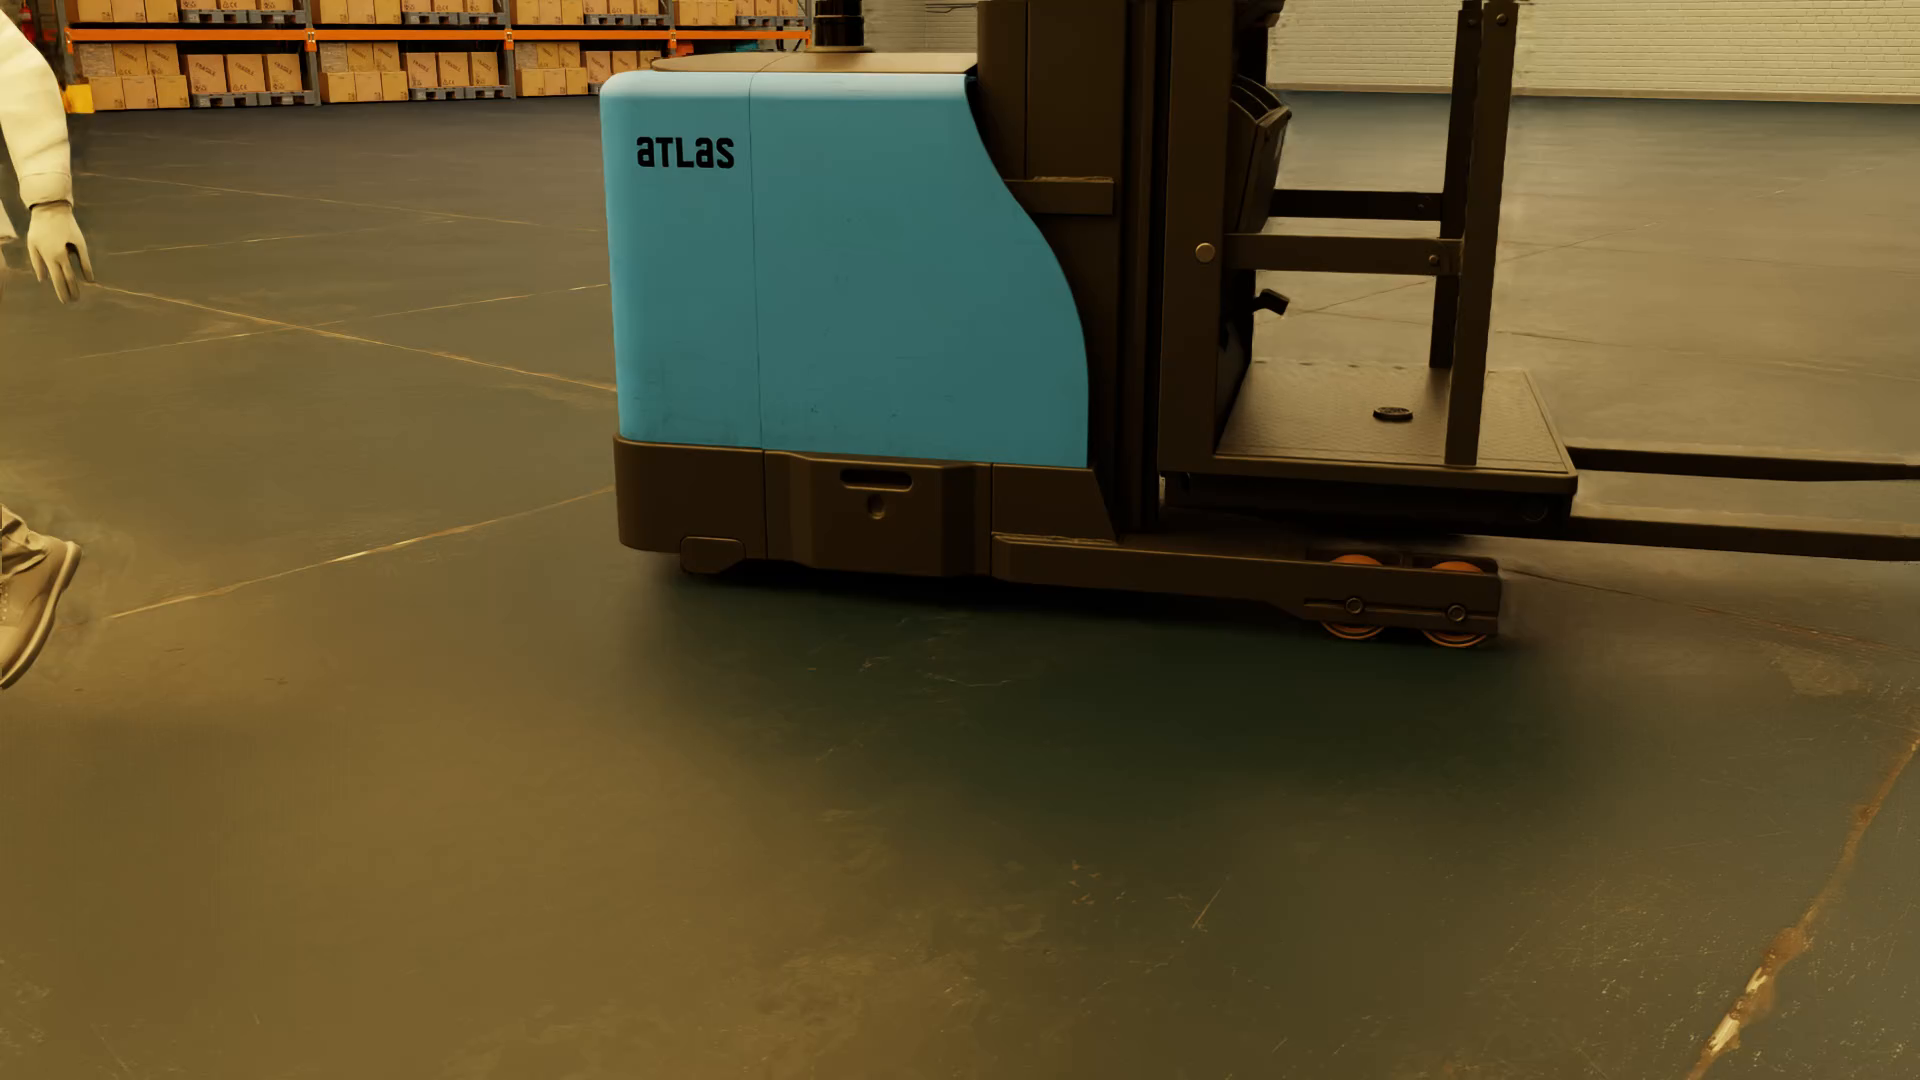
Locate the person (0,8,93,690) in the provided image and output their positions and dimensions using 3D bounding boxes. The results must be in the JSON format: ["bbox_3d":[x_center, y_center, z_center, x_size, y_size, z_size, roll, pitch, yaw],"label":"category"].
[{"bbox_3d":[-1.911,-0.484,2.898,0.789,1.560,0.526,14,22,38],"label":"person"}]

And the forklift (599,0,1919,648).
[{"bbox_3d":[0.815,-1.362,3.381,3.031,2.935,1.130,4,17,13],"label":"forklift"}]
